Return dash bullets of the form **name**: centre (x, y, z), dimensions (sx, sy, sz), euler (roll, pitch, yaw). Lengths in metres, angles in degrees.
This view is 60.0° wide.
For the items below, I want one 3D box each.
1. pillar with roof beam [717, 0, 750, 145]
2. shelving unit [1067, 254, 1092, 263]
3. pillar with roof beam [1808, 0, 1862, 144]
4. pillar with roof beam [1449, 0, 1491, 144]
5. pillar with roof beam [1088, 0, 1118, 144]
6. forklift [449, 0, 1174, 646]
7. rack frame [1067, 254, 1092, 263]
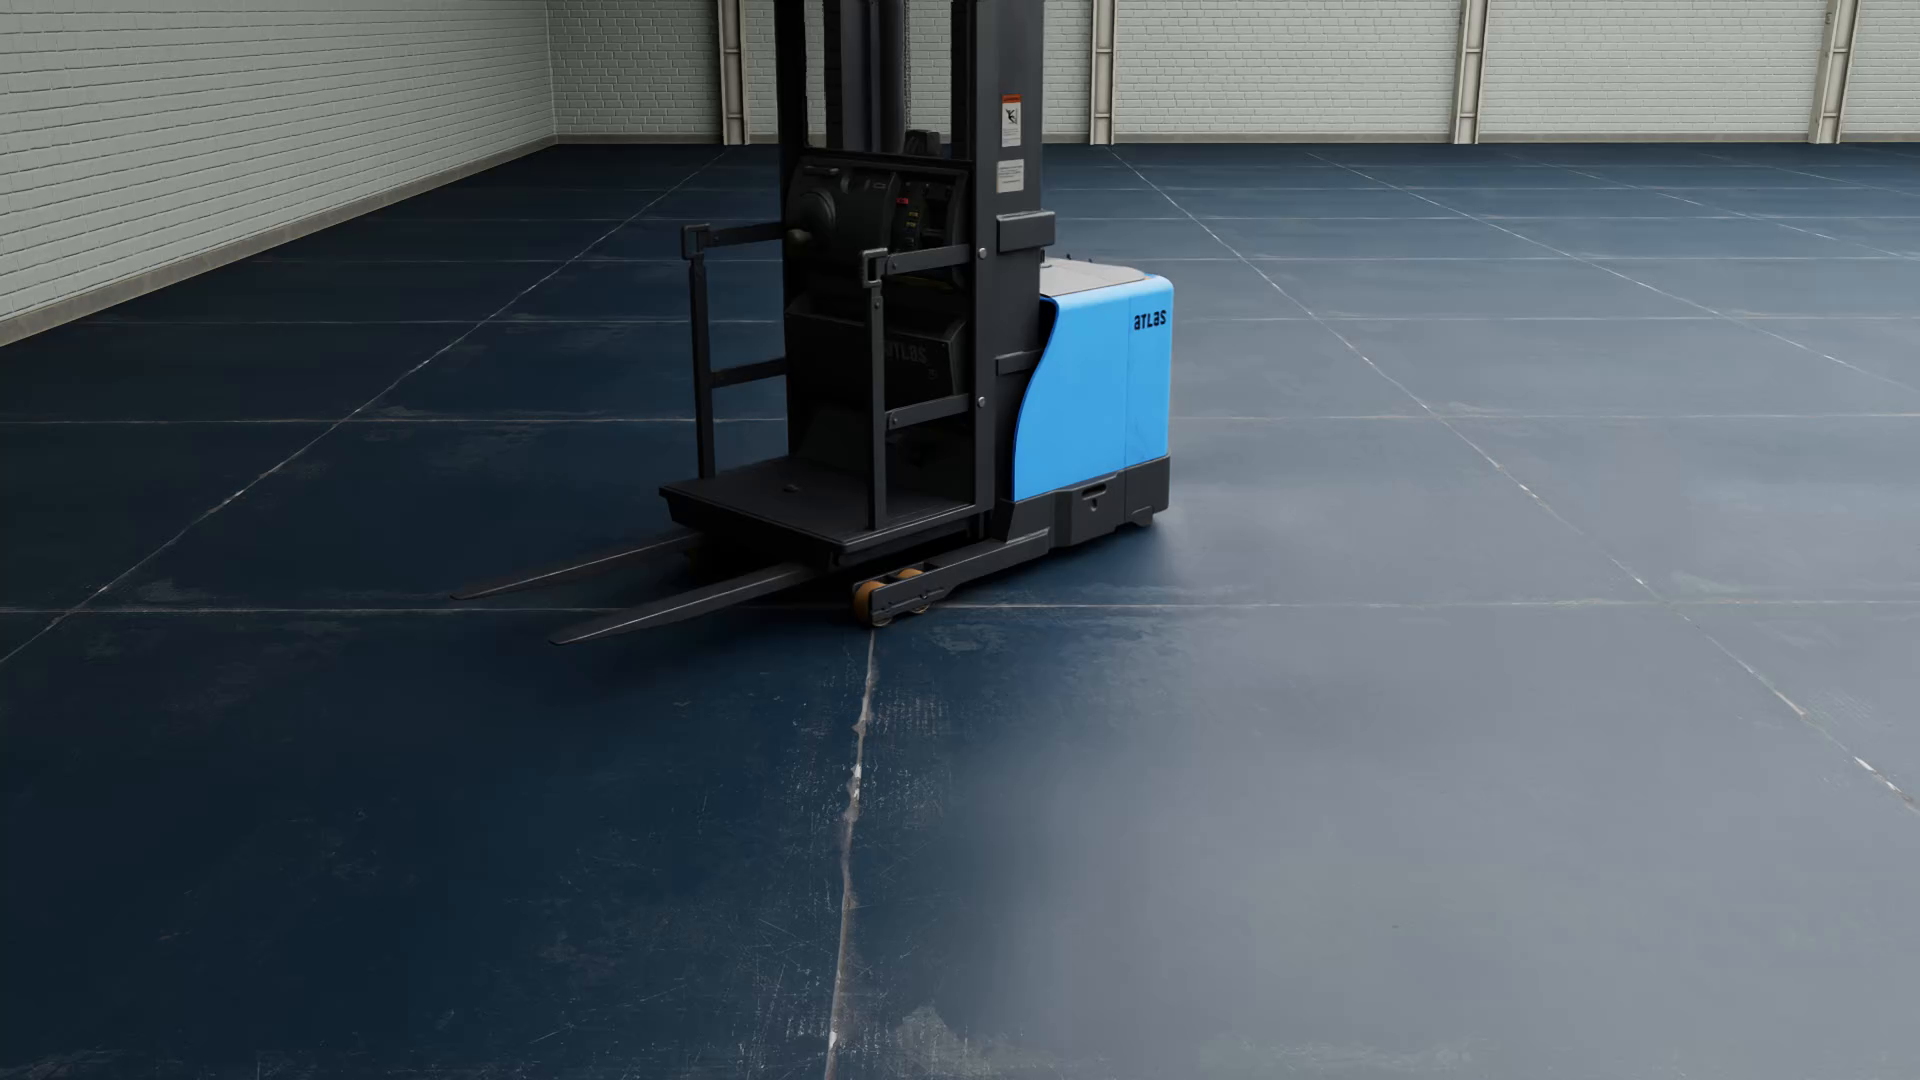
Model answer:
- **pillar with roof beam**: centre (-3.603, -9.478, 21.863), dimensions (0.400, 9.000, 9.100), euler (0, 18, -1)
- **shelving unit**: centre (0.448, -0.798, 7.816), dimensions (0.252, 1.050, 0.215), euler (-10, 20, -29)
- **pillar with roof beam**: centre (14.395, -9.565, 22.133), dimensions (0.400, 9.000, 9.100), euler (0, 18, -1)
- **pillar with roof beam**: centre (8.396, -9.536, 22.043), dimensions (0.400, 9.000, 9.100), euler (0, 18, -1)
- **pillar with roof beam**: centre (2.396, -9.507, 21.953), dimensions (0.400, 9.000, 9.100), euler (0, 18, -1)
- **forklift**: centre (-0.471, -1.256, 6.164), dimensions (1.130, 2.935, 3.031), euler (16, 24, 41)
- **rack frame**: centre (0.553, -0.817, 7.875), dimensions (0.008, 1.050, 0.200), euler (-10, 20, -29)
